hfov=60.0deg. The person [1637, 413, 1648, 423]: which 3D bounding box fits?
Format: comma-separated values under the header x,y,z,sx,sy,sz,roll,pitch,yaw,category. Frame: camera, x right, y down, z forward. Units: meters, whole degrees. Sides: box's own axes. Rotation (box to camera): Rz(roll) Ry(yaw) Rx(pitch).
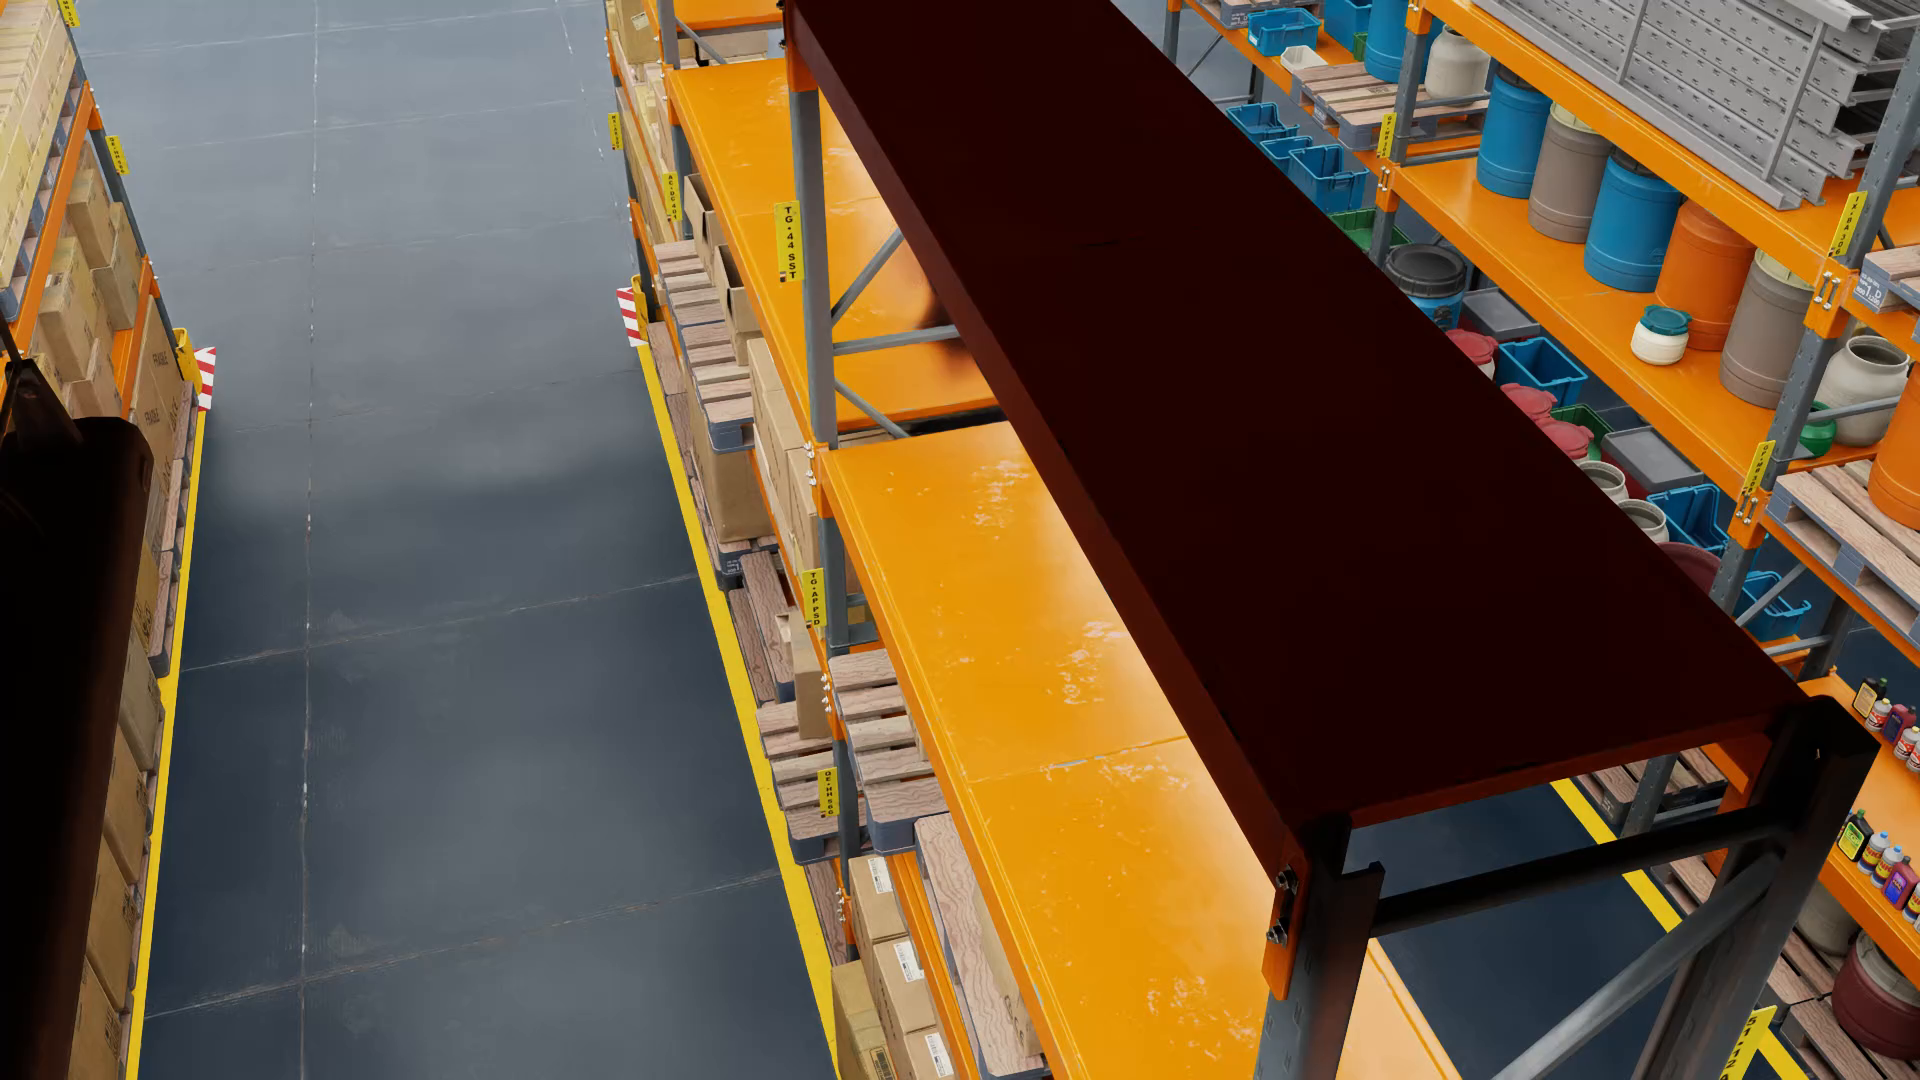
x,y,z,sx,sy,sz,roll,pitch,yaw,category
6.045,-1.547,13.502,0.574,1.610,0.743,-30,47,-32,person
